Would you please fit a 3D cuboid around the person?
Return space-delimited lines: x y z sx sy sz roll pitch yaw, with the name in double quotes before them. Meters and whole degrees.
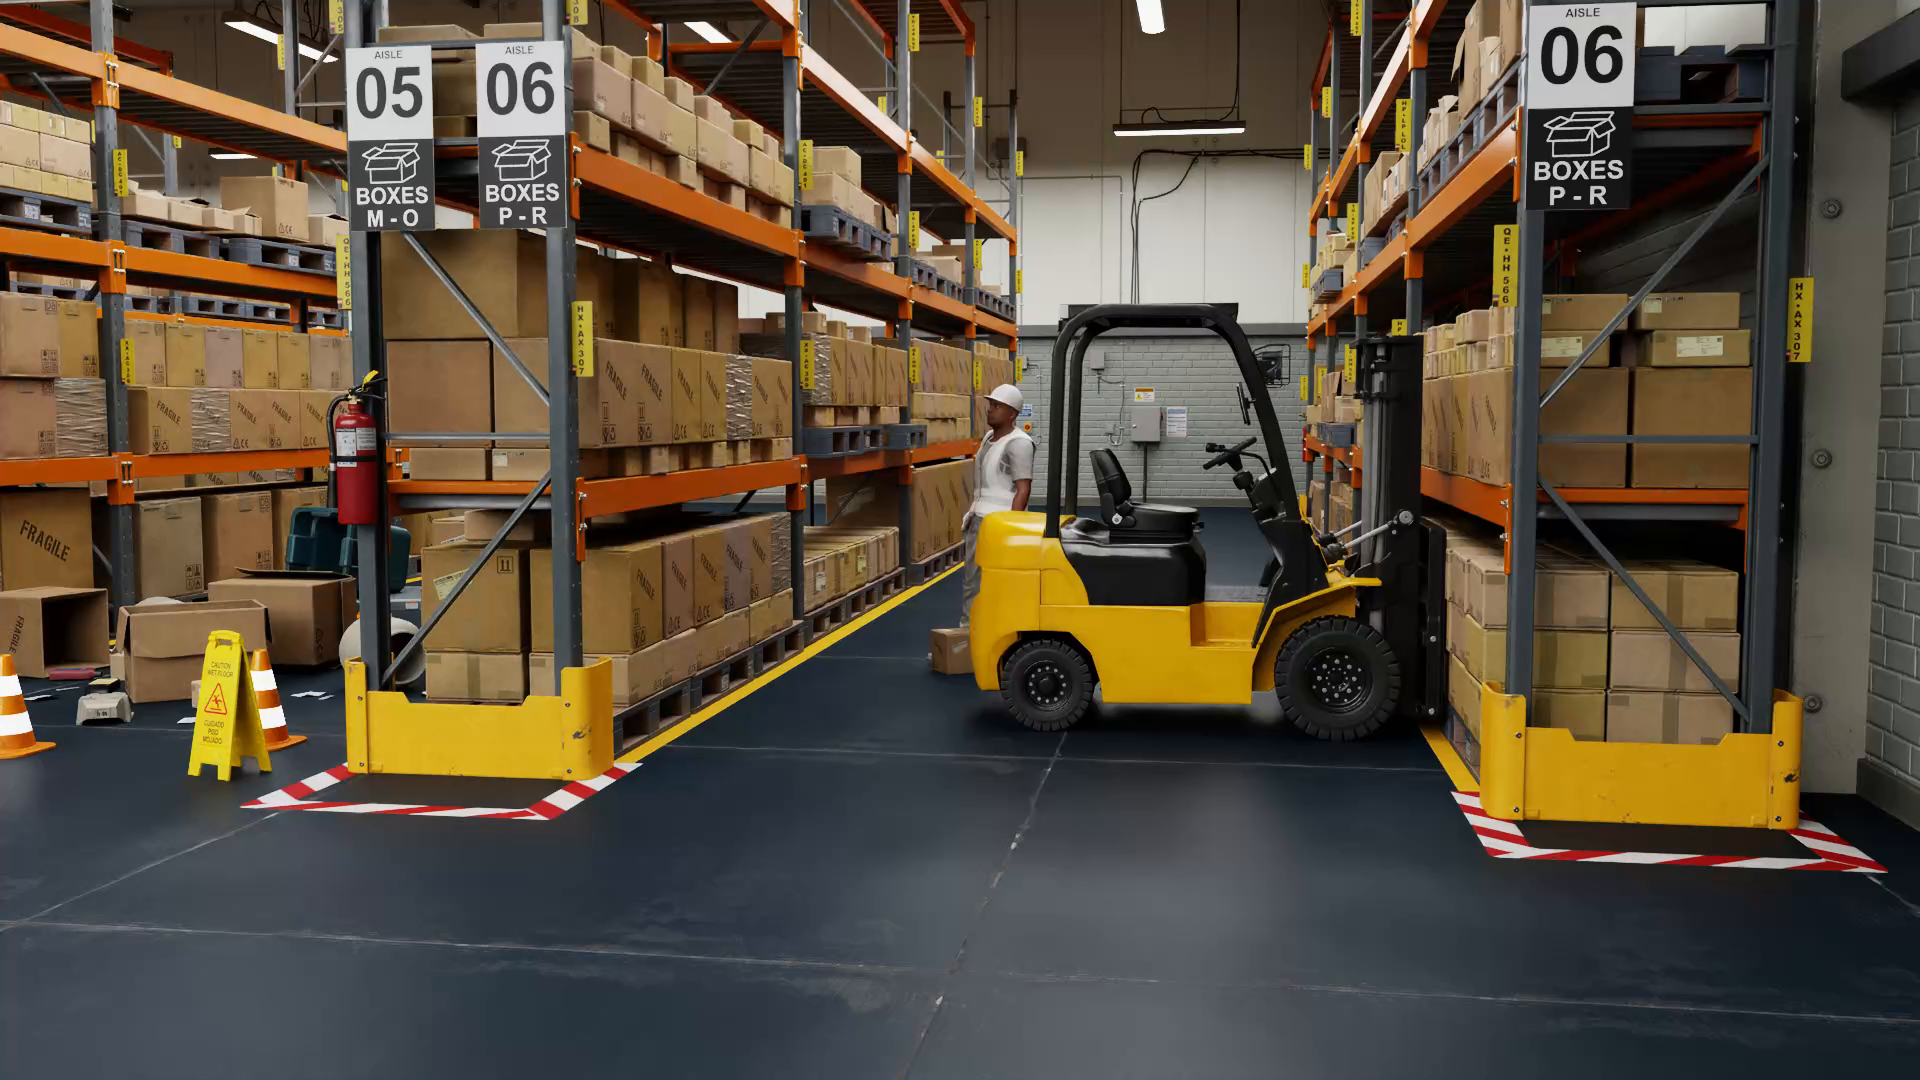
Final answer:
"person" 0.154 -0.087 10.460 0.577 1.782 0.656 -2 5 -23
